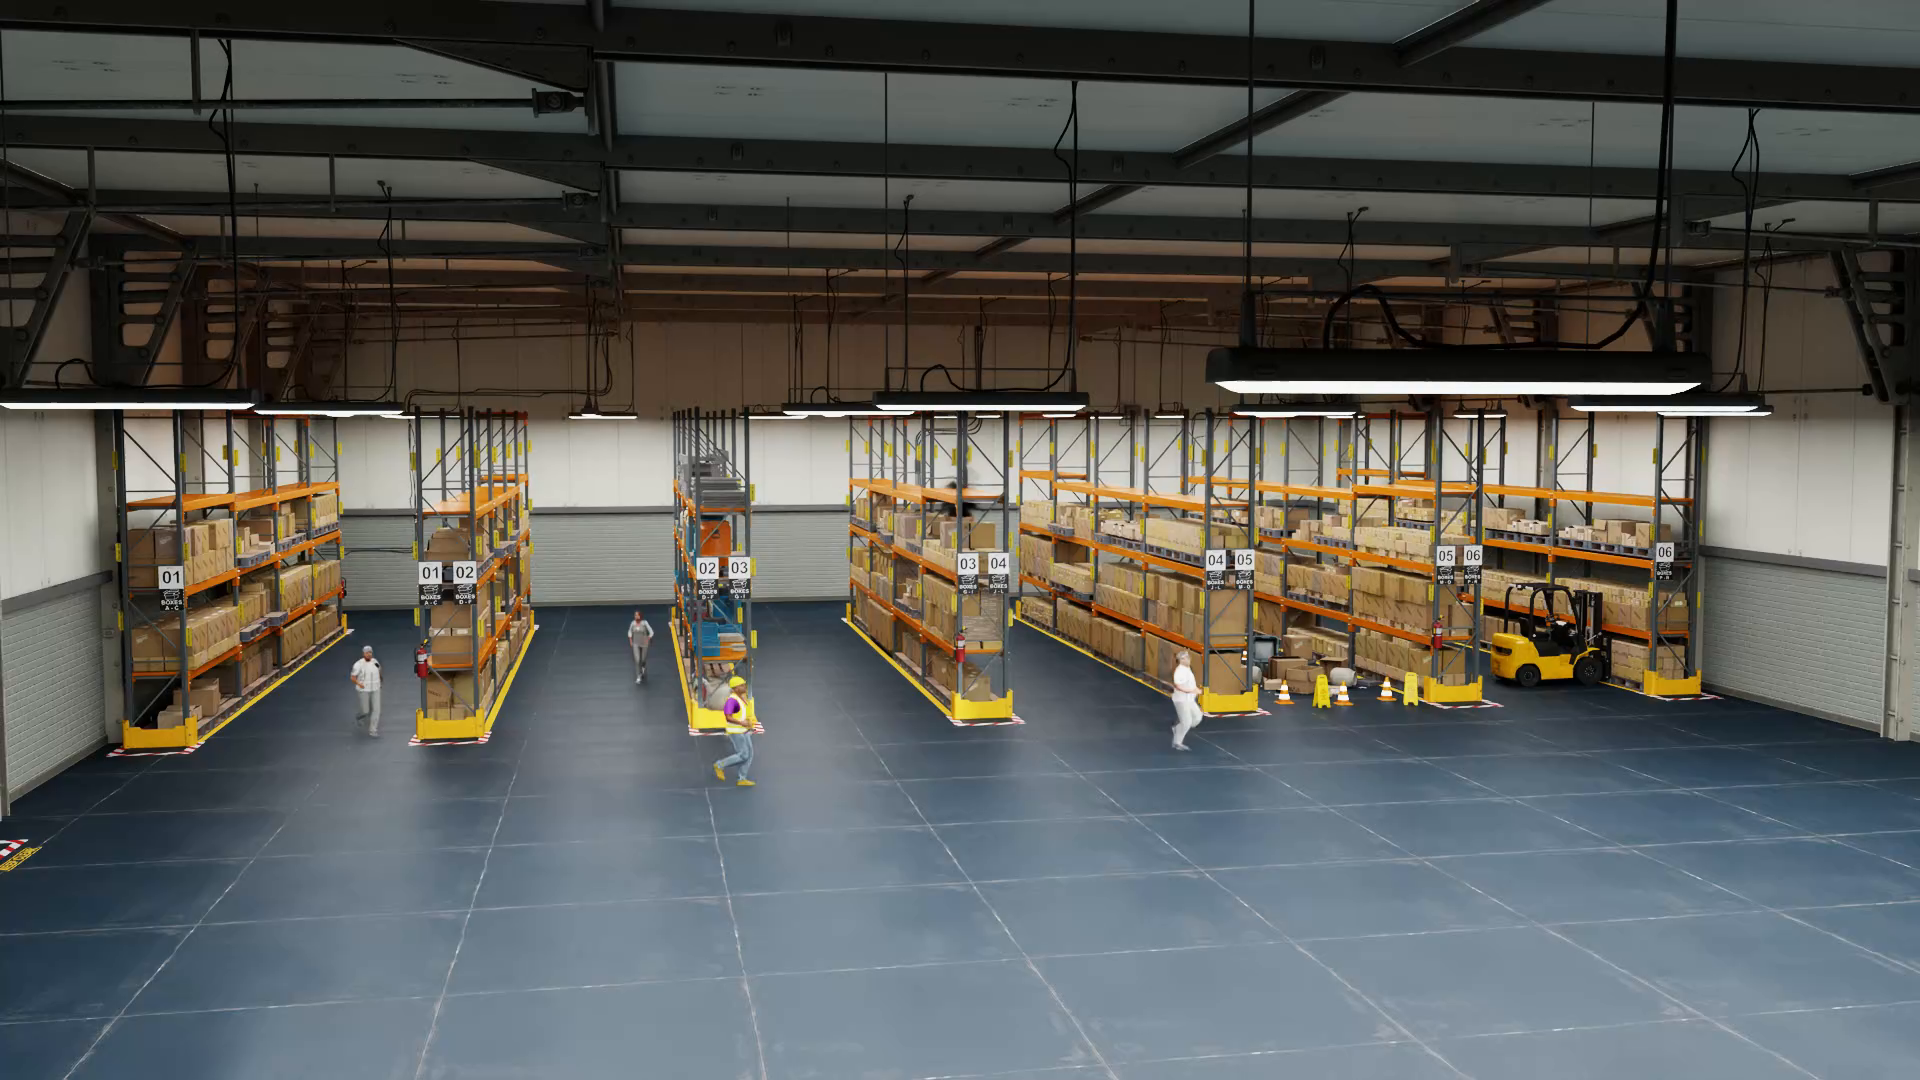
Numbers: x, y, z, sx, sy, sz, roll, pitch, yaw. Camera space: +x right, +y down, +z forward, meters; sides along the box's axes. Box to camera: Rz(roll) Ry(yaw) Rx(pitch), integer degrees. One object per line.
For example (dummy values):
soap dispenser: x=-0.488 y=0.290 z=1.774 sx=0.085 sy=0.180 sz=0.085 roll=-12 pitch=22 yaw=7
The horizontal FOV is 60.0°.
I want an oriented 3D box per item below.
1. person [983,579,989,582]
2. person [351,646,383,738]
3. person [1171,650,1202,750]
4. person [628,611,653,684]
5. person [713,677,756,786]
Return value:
person: x=0.738 y=1.435 z=48.581 sx=0.636 sy=1.633 sz=0.951 roll=2 pitch=5 yaw=26
person: x=-10.819 y=2.754 z=30.369 sx=0.588 sy=1.650 sz=0.779 roll=-3 pitch=5 yaw=-39
person: x=3.959 y=2.782 z=29.016 sx=0.578 sy=1.755 sz=0.716 roll=2 pitch=4 yaw=23
person: x=-7.025 y=2.342 z=36.629 sx=0.555 sy=1.602 sz=0.659 roll=0 pitch=4 yaw=0
person: x=-3.526 y=3.001 z=26.107 sx=0.668 sy=1.725 sz=0.704 roll=1 pitch=4 yaw=8
